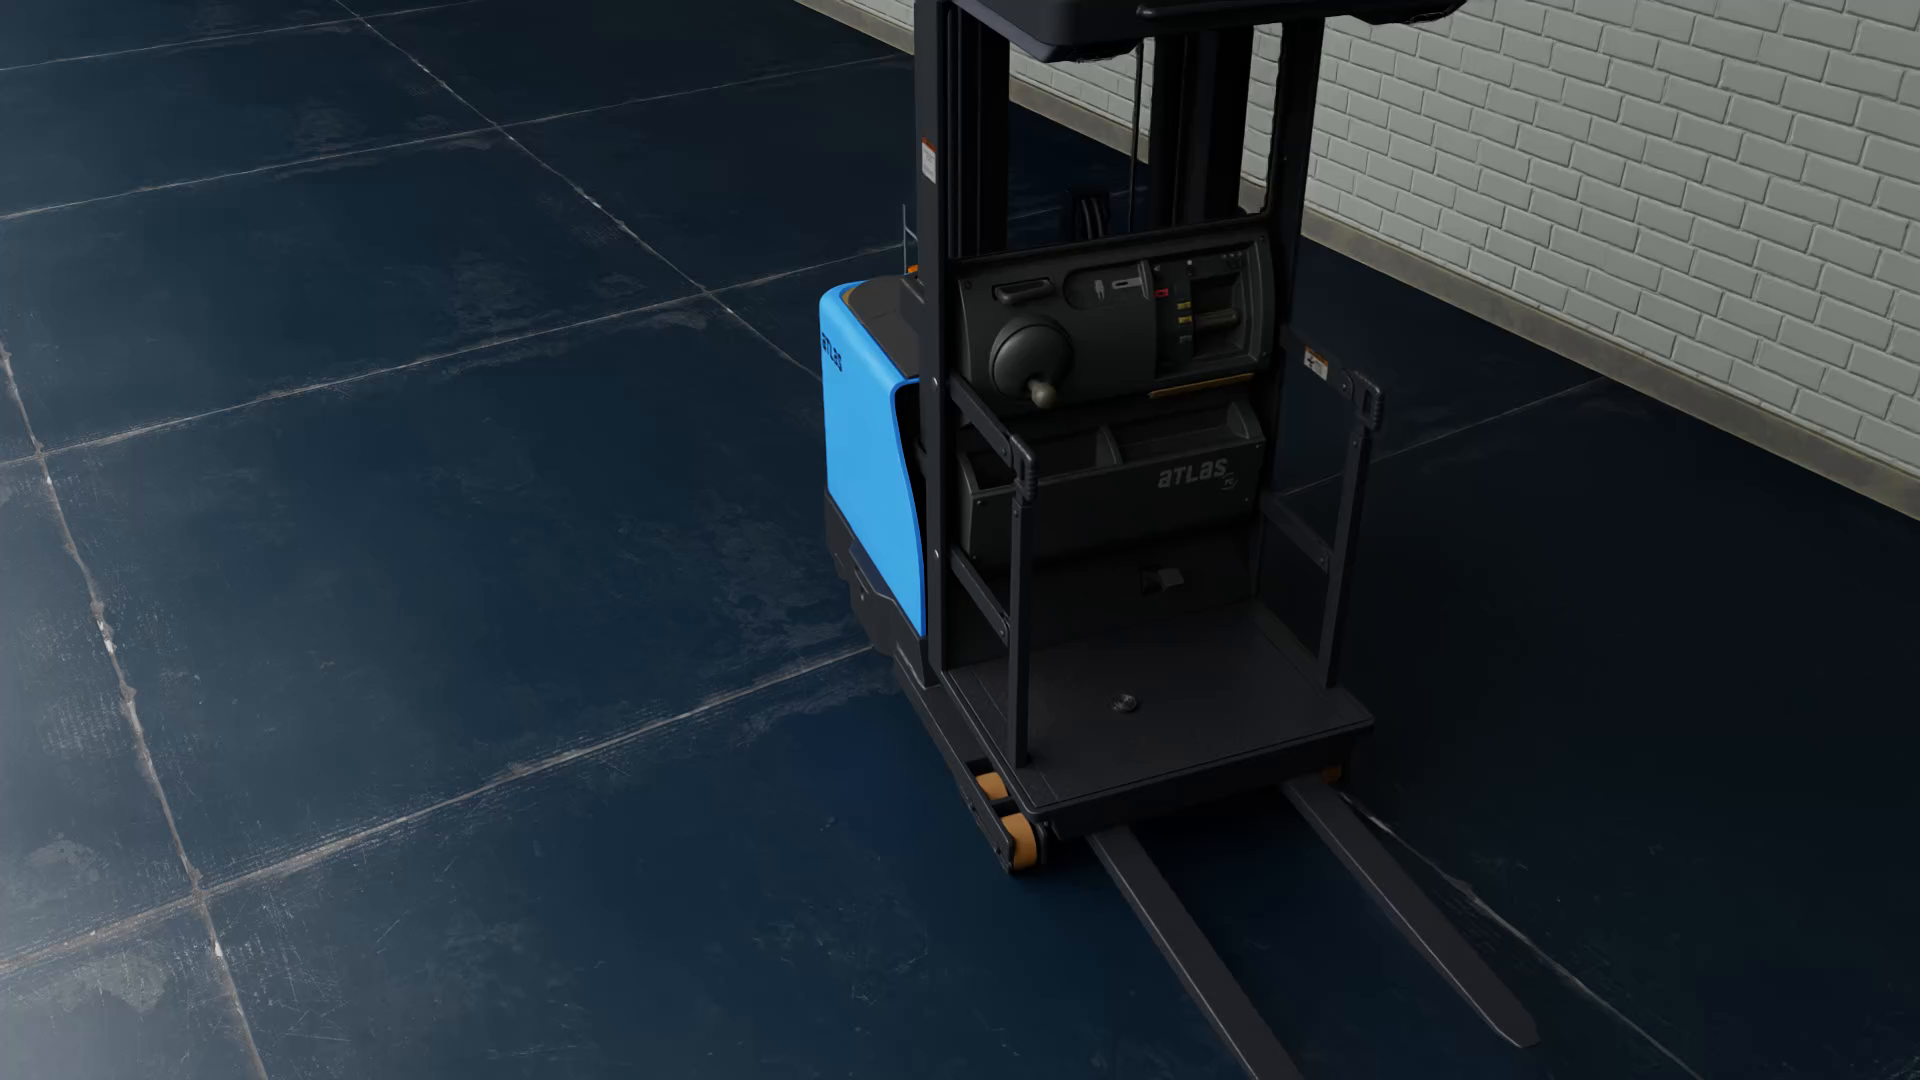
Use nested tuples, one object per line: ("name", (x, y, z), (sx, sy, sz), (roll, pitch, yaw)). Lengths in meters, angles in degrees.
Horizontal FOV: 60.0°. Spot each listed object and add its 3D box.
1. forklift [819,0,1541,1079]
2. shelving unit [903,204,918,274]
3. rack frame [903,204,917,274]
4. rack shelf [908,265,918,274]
("forklift", (0.520, -0.548, 4.371), (1.130, 2.935, 3.031), (-12, 34, -18))
("shelving unit", (-0.069, -0.643, 6.145), (0.189, 1.200, 0.258), (-13, 34, -19))
("rack frame", (-0.153, -0.624, 6.115), (0.006, 1.200, 0.240), (-13, 34, -19))
("rack shelf", (-0.069, -0.910, 5.976), (0.180, 0.103, 0.258), (-13, 34, -19))
